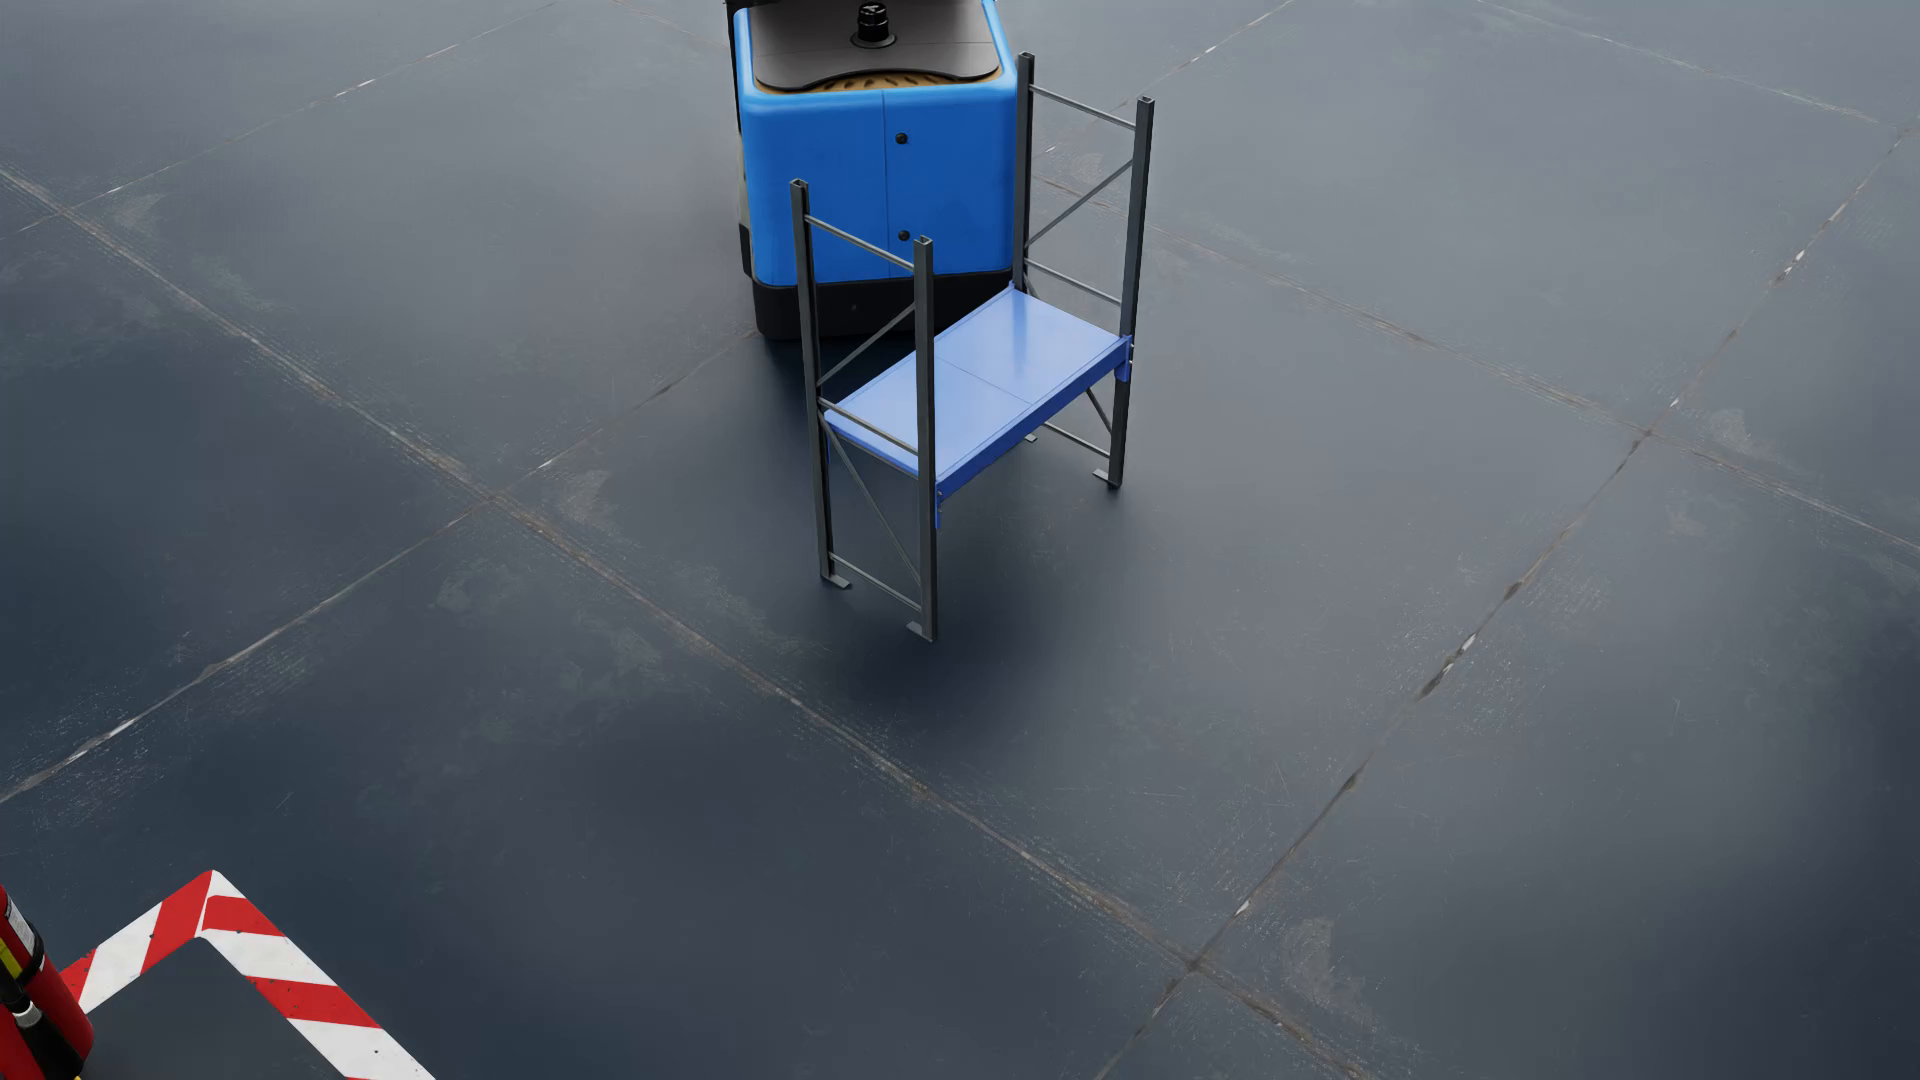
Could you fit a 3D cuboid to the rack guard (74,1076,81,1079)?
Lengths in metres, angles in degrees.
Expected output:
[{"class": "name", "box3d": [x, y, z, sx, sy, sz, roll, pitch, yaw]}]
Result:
[{"class": "rack guard", "box3d": [-2.090, 1.433, 3.803, 1.175, 0.500, 0.348, 29, 50, 28]}]

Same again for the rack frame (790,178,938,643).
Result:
[{"class": "rack frame", "box3d": [-0.272, -0.337, 5.006, 0.500, 1.500, 0.032, 29, 50, 28]}]

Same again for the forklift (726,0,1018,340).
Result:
[{"class": "forklift", "box3d": [-0.463, -2.861, 6.718, 1.130, 2.935, 3.031, -5, 43, -5]}]

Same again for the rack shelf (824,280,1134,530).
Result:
[{"class": "rack shelf", "box3d": [0.055, -0.466, 5.415, 0.538, 0.185, 1.000, 29, 50, 28]}]

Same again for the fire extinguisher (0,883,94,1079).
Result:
[{"class": "fire extinguisher", "box3d": [-1.674, 0.689, 2.820, 0.296, 0.674, 0.183, 29, 50, 28]}]

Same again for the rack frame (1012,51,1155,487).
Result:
[{"class": "rack frame", "box3d": [0.382, -0.861, 5.582, 0.500, 1.500, 0.032, 29, 50, 28]}]

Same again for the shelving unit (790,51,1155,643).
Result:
[{"class": "shelving unit", "box3d": [0.055, -0.599, 5.294, 0.538, 1.500, 1.048, 29, 50, 28]}]
